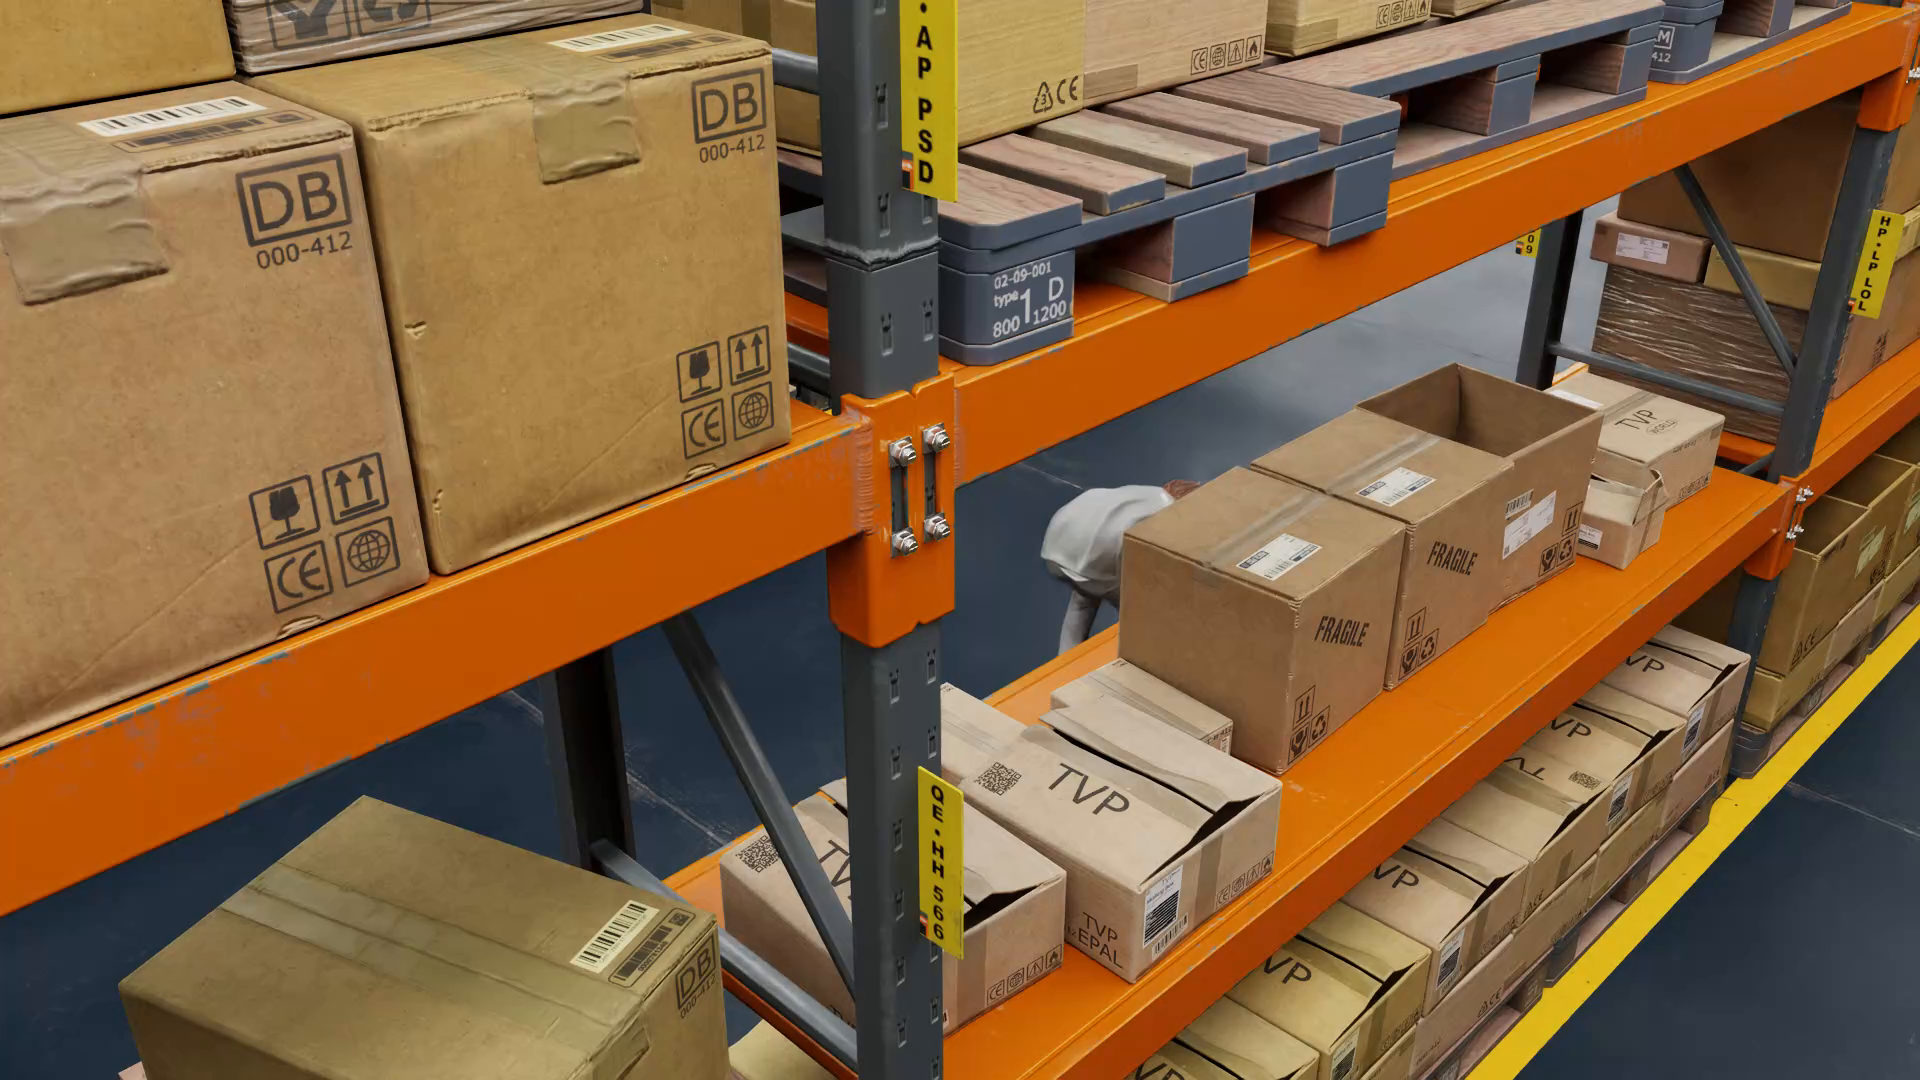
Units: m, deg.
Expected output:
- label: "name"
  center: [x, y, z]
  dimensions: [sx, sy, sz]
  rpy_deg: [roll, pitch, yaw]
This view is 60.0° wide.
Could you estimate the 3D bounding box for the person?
- label: "person"
  center: [0.657, 0.192, 6.464]
  dimensions: [0.411, 0.948, 0.866]
  rpy_deg: [24, 36, 37]
